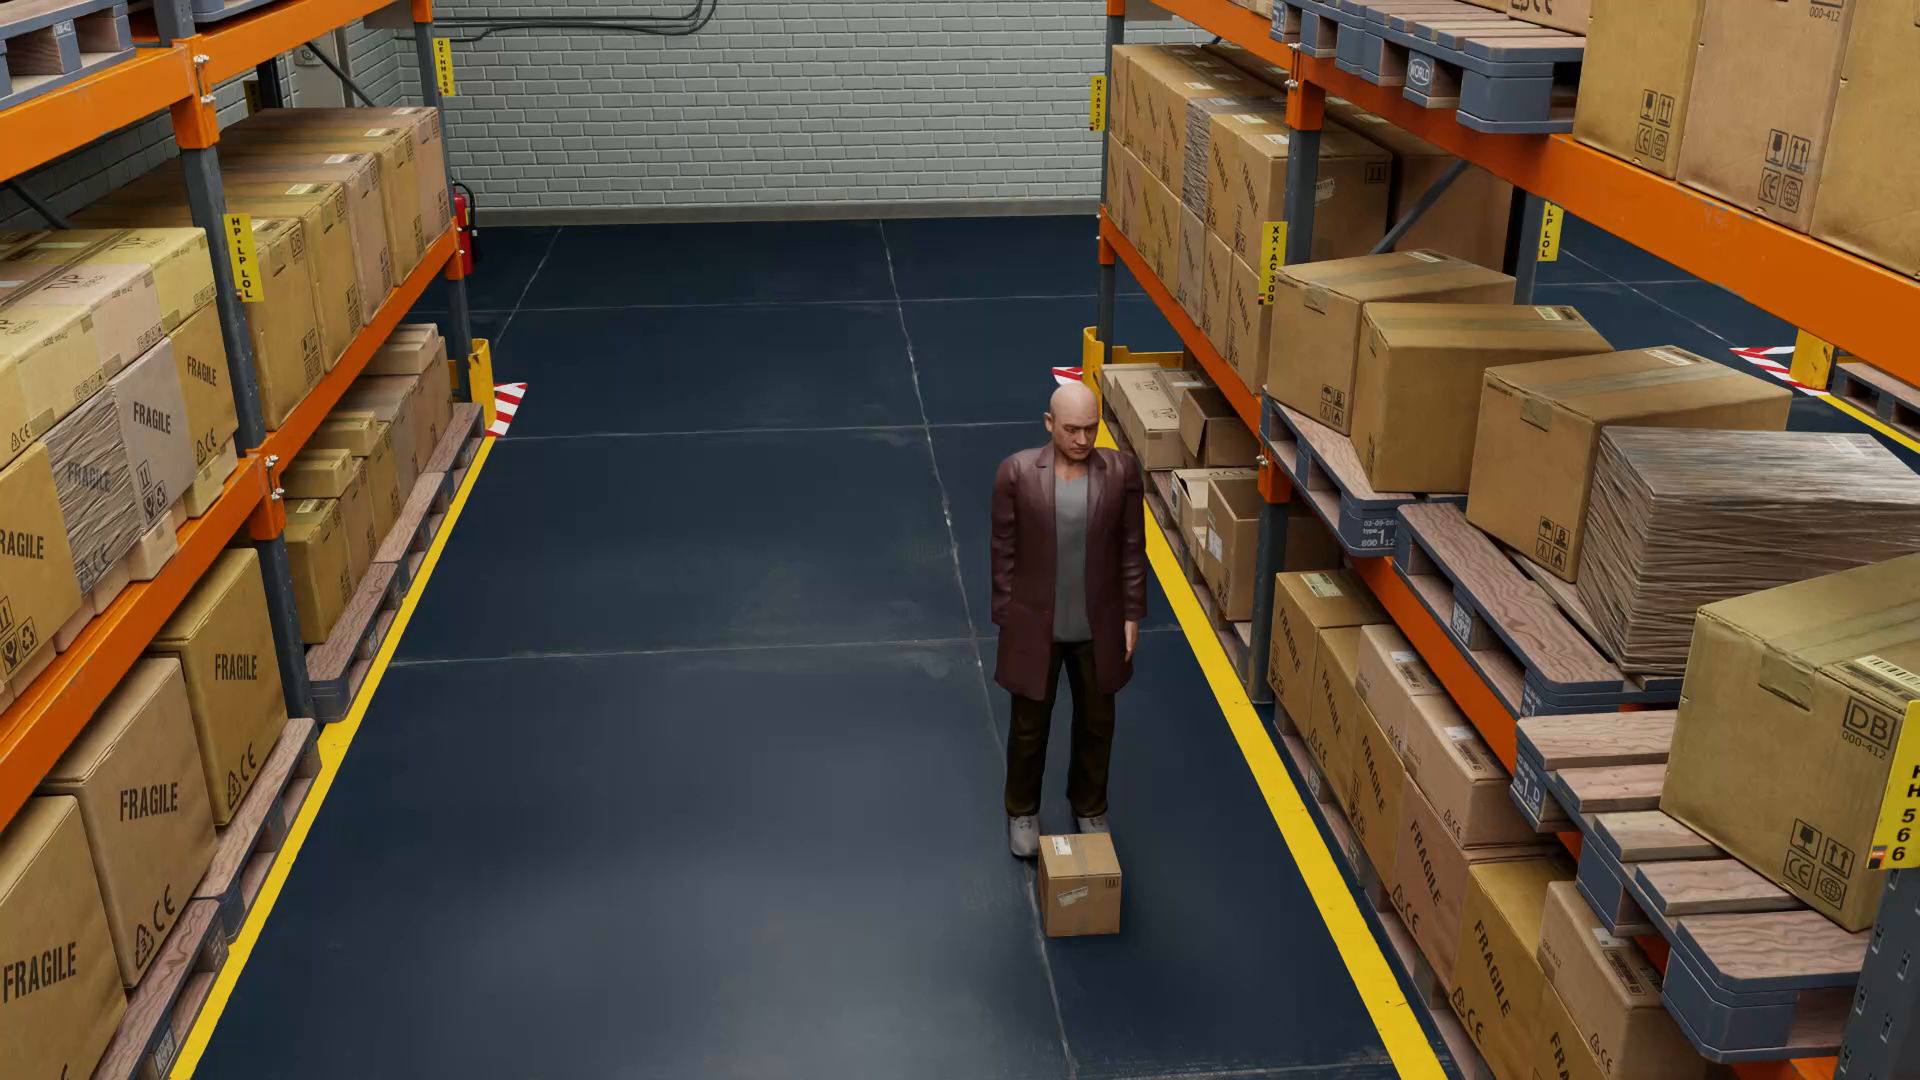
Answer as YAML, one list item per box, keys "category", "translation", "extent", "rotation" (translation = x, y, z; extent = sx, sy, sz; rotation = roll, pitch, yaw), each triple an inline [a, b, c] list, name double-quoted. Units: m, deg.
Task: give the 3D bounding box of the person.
- category: "person"
  translation: [0.390, 0.299, 5.939]
  extent: [0.563, 1.779, 0.383]
  rotation: [-2, 23, -4]
